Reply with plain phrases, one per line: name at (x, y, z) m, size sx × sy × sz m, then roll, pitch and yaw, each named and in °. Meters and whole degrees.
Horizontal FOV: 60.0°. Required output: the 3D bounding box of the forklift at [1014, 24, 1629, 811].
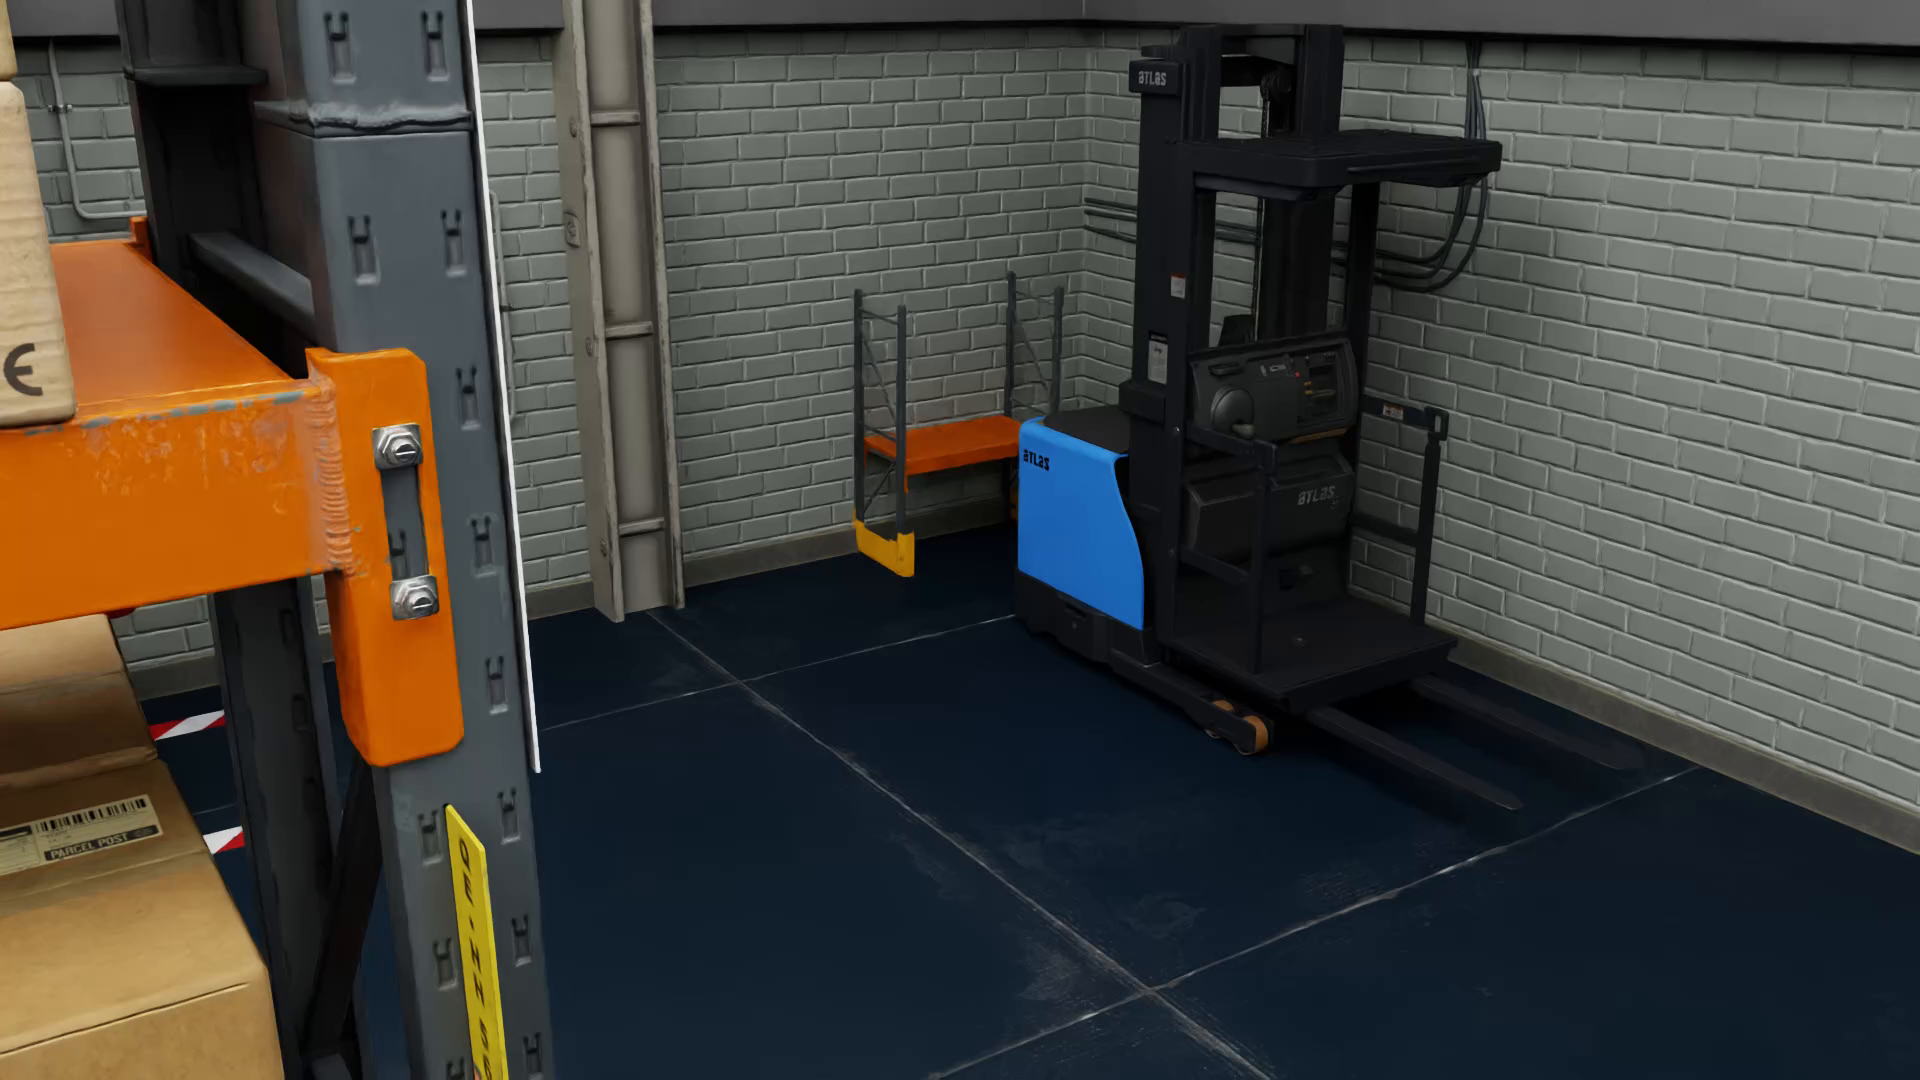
forklift at (1.495, -0.649, 7.087) m, size 1.130 × 2.935 × 3.031 m, roll -12°, pitch 22°, yaw -31°

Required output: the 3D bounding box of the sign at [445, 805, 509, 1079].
sign at (-0.445, 0.411, 1.545) m, size 0.005 × 0.325 × 0.100 m, roll -12°, pitch 22°, yaw -31°

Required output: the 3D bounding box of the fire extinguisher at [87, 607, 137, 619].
fire extinguisher at (-3.081, -0.057, 5.933) m, size 0.183 × 0.674 × 0.296 m, roll -12°, pitch 22°, yaw -31°

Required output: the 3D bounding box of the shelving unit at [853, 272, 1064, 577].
shelving unit at (-0.007, -0.677, 9.375) m, size 1.083 × 1.500 × 0.587 m, roll -12°, pitch 24°, yaw -31°

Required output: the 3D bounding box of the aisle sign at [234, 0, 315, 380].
aisle sign at (-0.838, -0.365, 2.082) m, size 0.004 × 0.787 × 0.394 m, roll -12°, pitch 22°, yaw -31°

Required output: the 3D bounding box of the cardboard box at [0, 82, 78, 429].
cardboard box at (-1.018, -0.232, 1.298) m, size 0.500 × 0.250 × 0.500 m, roll -12°, pitch 22°, yaw -31°

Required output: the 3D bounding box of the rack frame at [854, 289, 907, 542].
rack frame at (-0.440, -0.586, 9.107) m, size 0.032 × 1.500 × 0.500 m, roll -12°, pitch 24°, yaw -31°

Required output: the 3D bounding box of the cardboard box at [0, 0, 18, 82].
cardboard box at (-1.022, -0.471, 1.225) m, size 0.500 × 0.250 × 0.500 m, roll -12°, pitch 22°, yaw -31°

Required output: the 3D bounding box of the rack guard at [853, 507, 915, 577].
rack guard at (-0.435, -0.003, 9.336) m, size 0.087 × 0.250 × 0.587 m, roll -12°, pitch 24°, yaw -31°

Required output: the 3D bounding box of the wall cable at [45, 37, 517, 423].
wall cable at (-2.912, -1.327, 7.401) m, size 1.851 × 1.984 × 0.084 m, roll -12°, pitch 22°, yaw -31°

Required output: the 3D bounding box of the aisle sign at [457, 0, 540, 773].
aisle sign at (-0.508, -0.205, 1.607) m, size 0.004 × 0.787 × 0.394 m, roll -12°, pitch 22°, yaw -31°

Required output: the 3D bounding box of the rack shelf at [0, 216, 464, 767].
rack shelf at (-2.404, 0.229, 0.823) m, size 4.000 × 0.370 × 1.077 m, roll -12°, pitch 22°, yaw -31°

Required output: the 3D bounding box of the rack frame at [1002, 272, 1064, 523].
rack frame at (0.412, -0.765, 9.633) m, size 0.032 × 1.500 × 0.500 m, roll -12°, pitch 24°, yaw -31°

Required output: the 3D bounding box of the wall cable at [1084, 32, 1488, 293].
wall cable at (1.459, -2.639, 8.348) m, size 0.112 × 2.526 × 3.097 m, roll -12°, pitch 22°, yaw -31°

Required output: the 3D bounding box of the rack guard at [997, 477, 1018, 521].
rack guard at (0.399, -0.179, 9.851) m, size 0.087 × 0.250 × 0.587 m, roll -12°, pitch 24°, yaw -31°

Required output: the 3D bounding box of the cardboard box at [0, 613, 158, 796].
cardboard box at (-1.249, 0.444, 2.032) m, size 0.500 × 0.500 × 0.500 m, roll -11°, pitch 22°, yaw -30°

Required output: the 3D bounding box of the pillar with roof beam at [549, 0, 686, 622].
pillar with roof beam at (0.686, -2.765, 3.872) m, size 0.400 × 9.000 × 9.100 m, roll -12°, pitch 22°, yaw -31°

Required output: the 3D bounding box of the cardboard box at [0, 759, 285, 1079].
cardboard box at (-0.954, 0.588, 1.605) m, size 0.500 × 0.500 × 0.500 m, roll -12°, pitch 22°, yaw -32°

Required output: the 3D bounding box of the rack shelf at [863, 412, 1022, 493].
rack shelf at (-0.017, -0.507, 9.433) m, size 1.000 × 0.185 × 0.538 m, roll -12°, pitch 24°, yaw -31°

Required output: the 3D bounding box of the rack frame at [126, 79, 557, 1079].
rack frame at (-0.734, 0.957, 2.231) m, size 0.127 × 3.000 × 1.000 m, roll -12°, pitch 22°, yaw -31°

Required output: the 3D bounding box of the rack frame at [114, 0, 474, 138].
rack frame at (-0.734, -1.885, 1.270) m, size 0.127 × 3.000 × 1.000 m, roll -12°, pitch 22°, yaw -31°

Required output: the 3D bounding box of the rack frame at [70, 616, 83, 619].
rack frame at (-3.461, -0.367, 6.148) m, size 0.127 × 3.000 × 1.000 m, roll -12°, pitch 22°, yaw -31°
